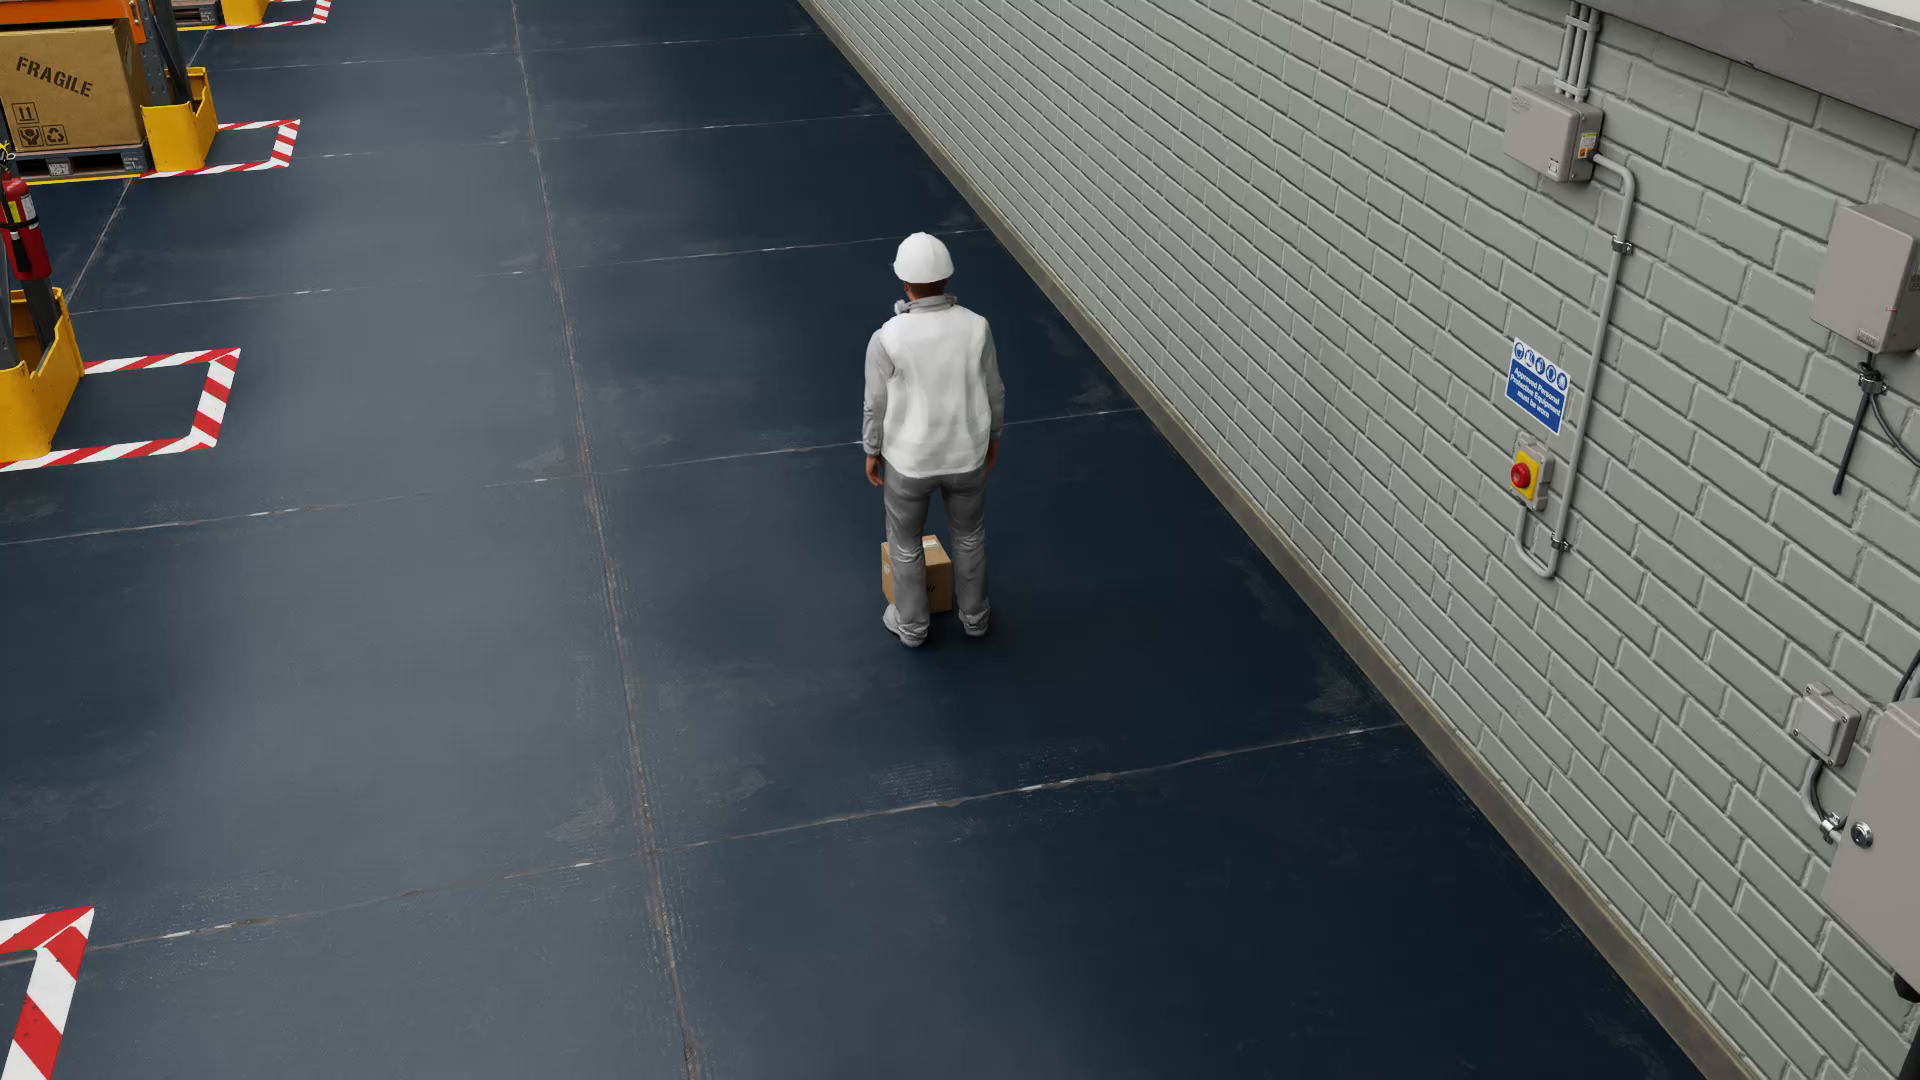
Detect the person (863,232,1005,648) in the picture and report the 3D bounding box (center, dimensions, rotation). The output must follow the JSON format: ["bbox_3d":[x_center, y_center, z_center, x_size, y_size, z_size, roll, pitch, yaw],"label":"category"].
[{"bbox_3d":[-0.108,-0.374,6.749,0.580,1.771,0.462,-8,31,-13],"label":"person"}]
